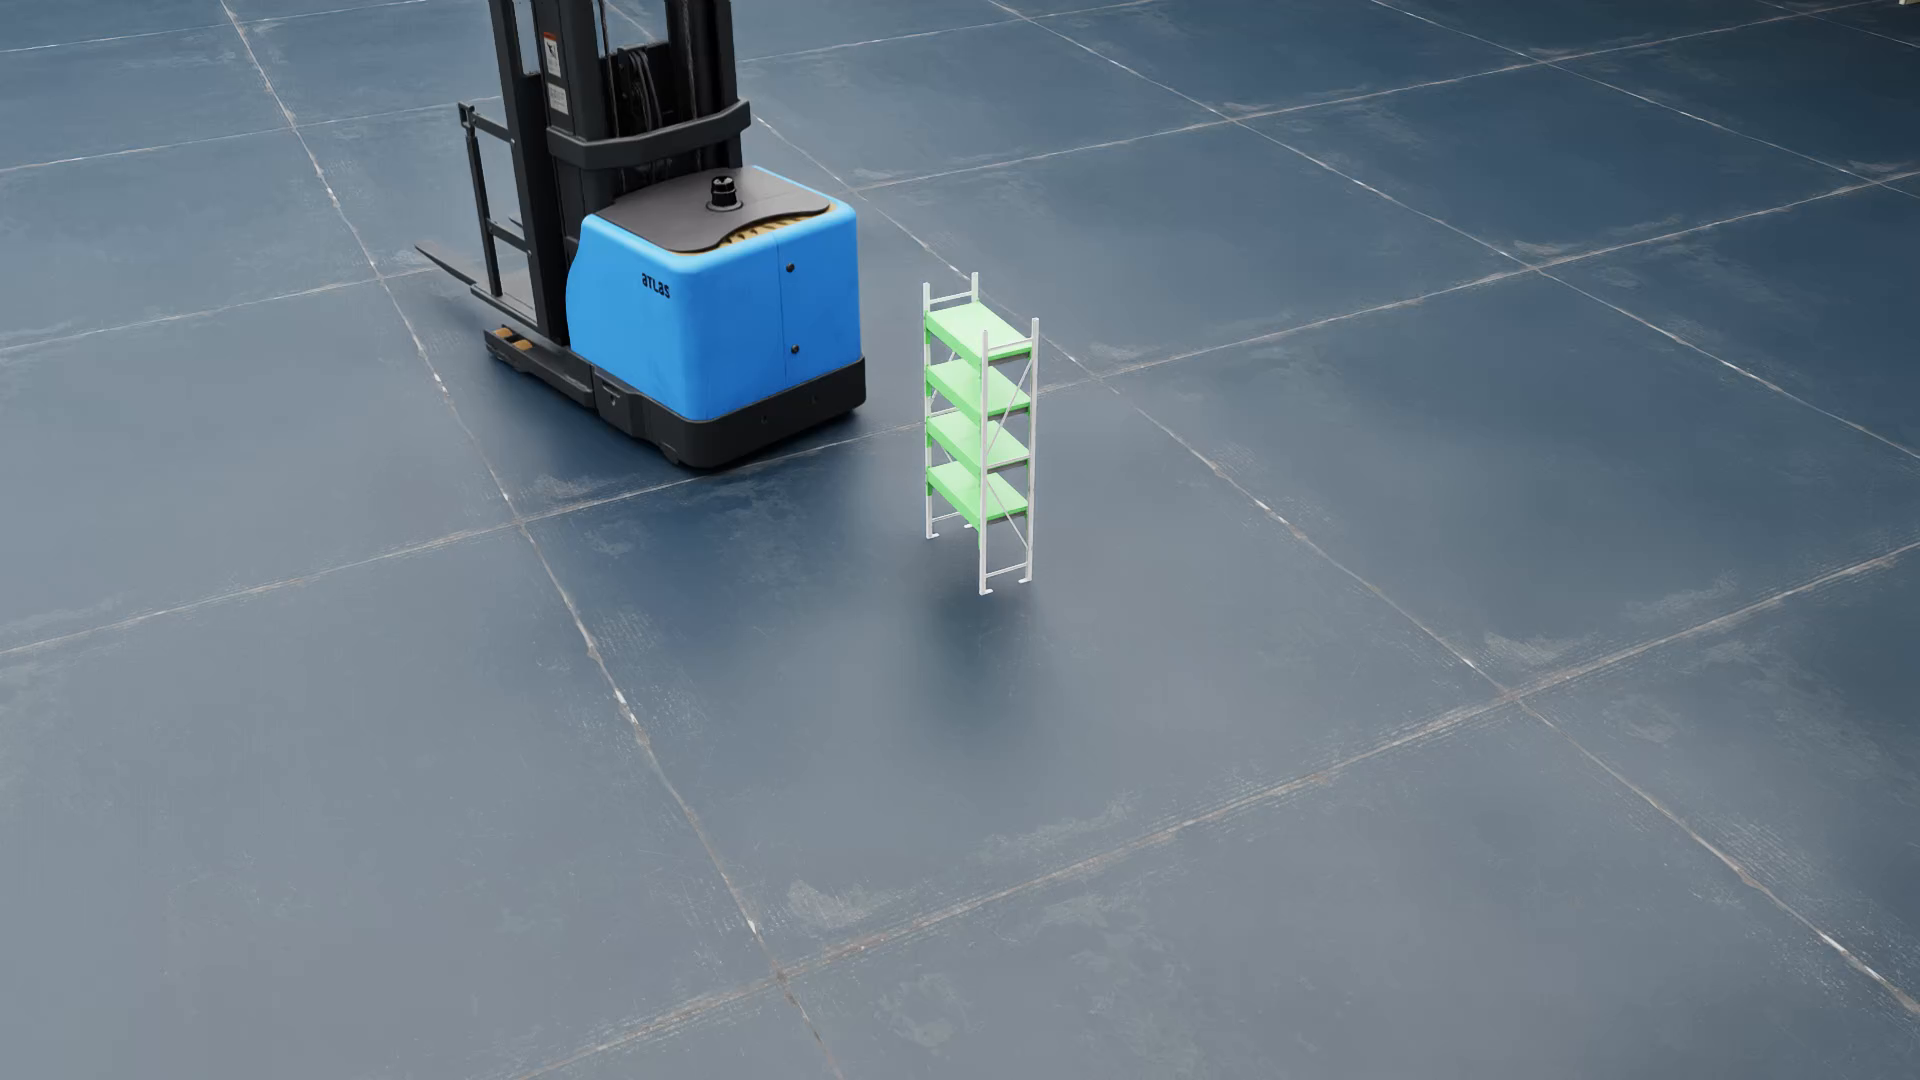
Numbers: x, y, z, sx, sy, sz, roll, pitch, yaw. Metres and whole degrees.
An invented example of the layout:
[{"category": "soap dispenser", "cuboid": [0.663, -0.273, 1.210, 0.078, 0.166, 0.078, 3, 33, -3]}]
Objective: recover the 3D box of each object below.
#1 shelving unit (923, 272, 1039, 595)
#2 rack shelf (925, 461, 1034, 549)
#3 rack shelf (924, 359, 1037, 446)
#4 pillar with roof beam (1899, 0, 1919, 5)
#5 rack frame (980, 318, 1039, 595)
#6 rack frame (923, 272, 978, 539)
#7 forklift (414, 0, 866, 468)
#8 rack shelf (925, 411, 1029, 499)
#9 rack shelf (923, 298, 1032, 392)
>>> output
[{"category": "shelving unit", "cuboid": [0.077, -0.426, 6.803, 0.258, 1.200, 0.503, -16, 36, -23]}, {"category": "rack shelf", "cuboid": [0.077, -0.170, 6.967, 0.258, 0.148, 0.480, -16, 36, -23]}, {"category": "rack shelf", "cuboid": [0.077, -0.574, 6.708, 0.258, 0.148, 0.480, -16, 36, -23]}, {"category": "pillar with roof beam", "cuboid": [4.510, -7.531, 10.664, 9.100, 9.000, 0.400, -16, 36, -23]}, {"category": "rack frame", "cuboid": [0.191, -0.310, 6.621, 0.240, 1.200, 0.015, -16, 36, -23]}, {"category": "rack frame", "cuboid": [-0.037, -0.543, 6.985, 0.240, 1.200, 0.015, -16, 36, -23]}, {"category": "forklift", "cuboid": [-1.838, -2.268, 8.074, 1.130, 2.935, 3.031, -27, 41, -35]}, {"category": "rack shelf", "cuboid": [0.077, -0.372, 6.837, 0.258, 0.148, 0.480, -16, 36, -23]}, {"category": "rack shelf", "cuboid": [0.077, -0.777, 6.579, 0.258, 0.148, 0.480, -16, 36, -23]}]
